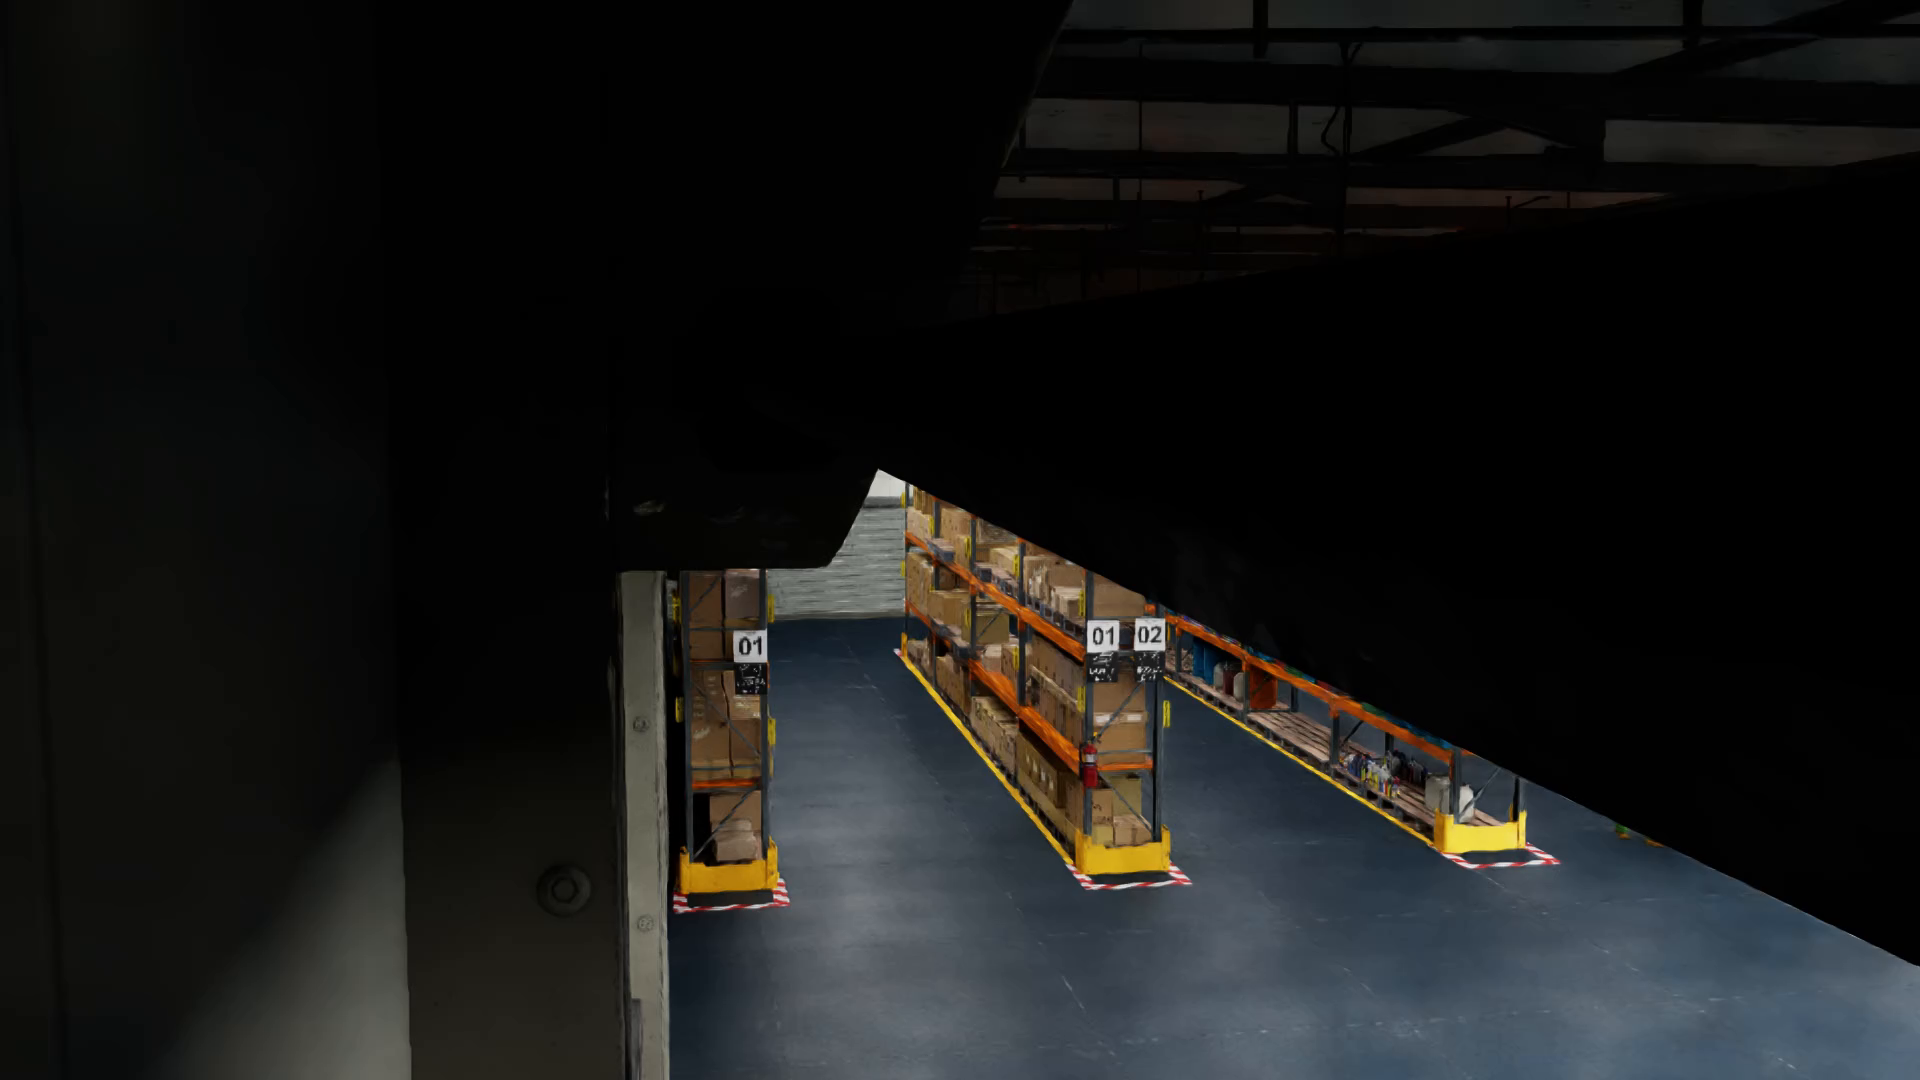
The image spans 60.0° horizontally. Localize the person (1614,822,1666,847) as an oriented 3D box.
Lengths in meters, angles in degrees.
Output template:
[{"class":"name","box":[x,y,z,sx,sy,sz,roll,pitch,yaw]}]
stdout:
[{"class":"person","box":[9.086,3.168,22.145,0.689,1.754,0.699,-2,6,-18]}]
